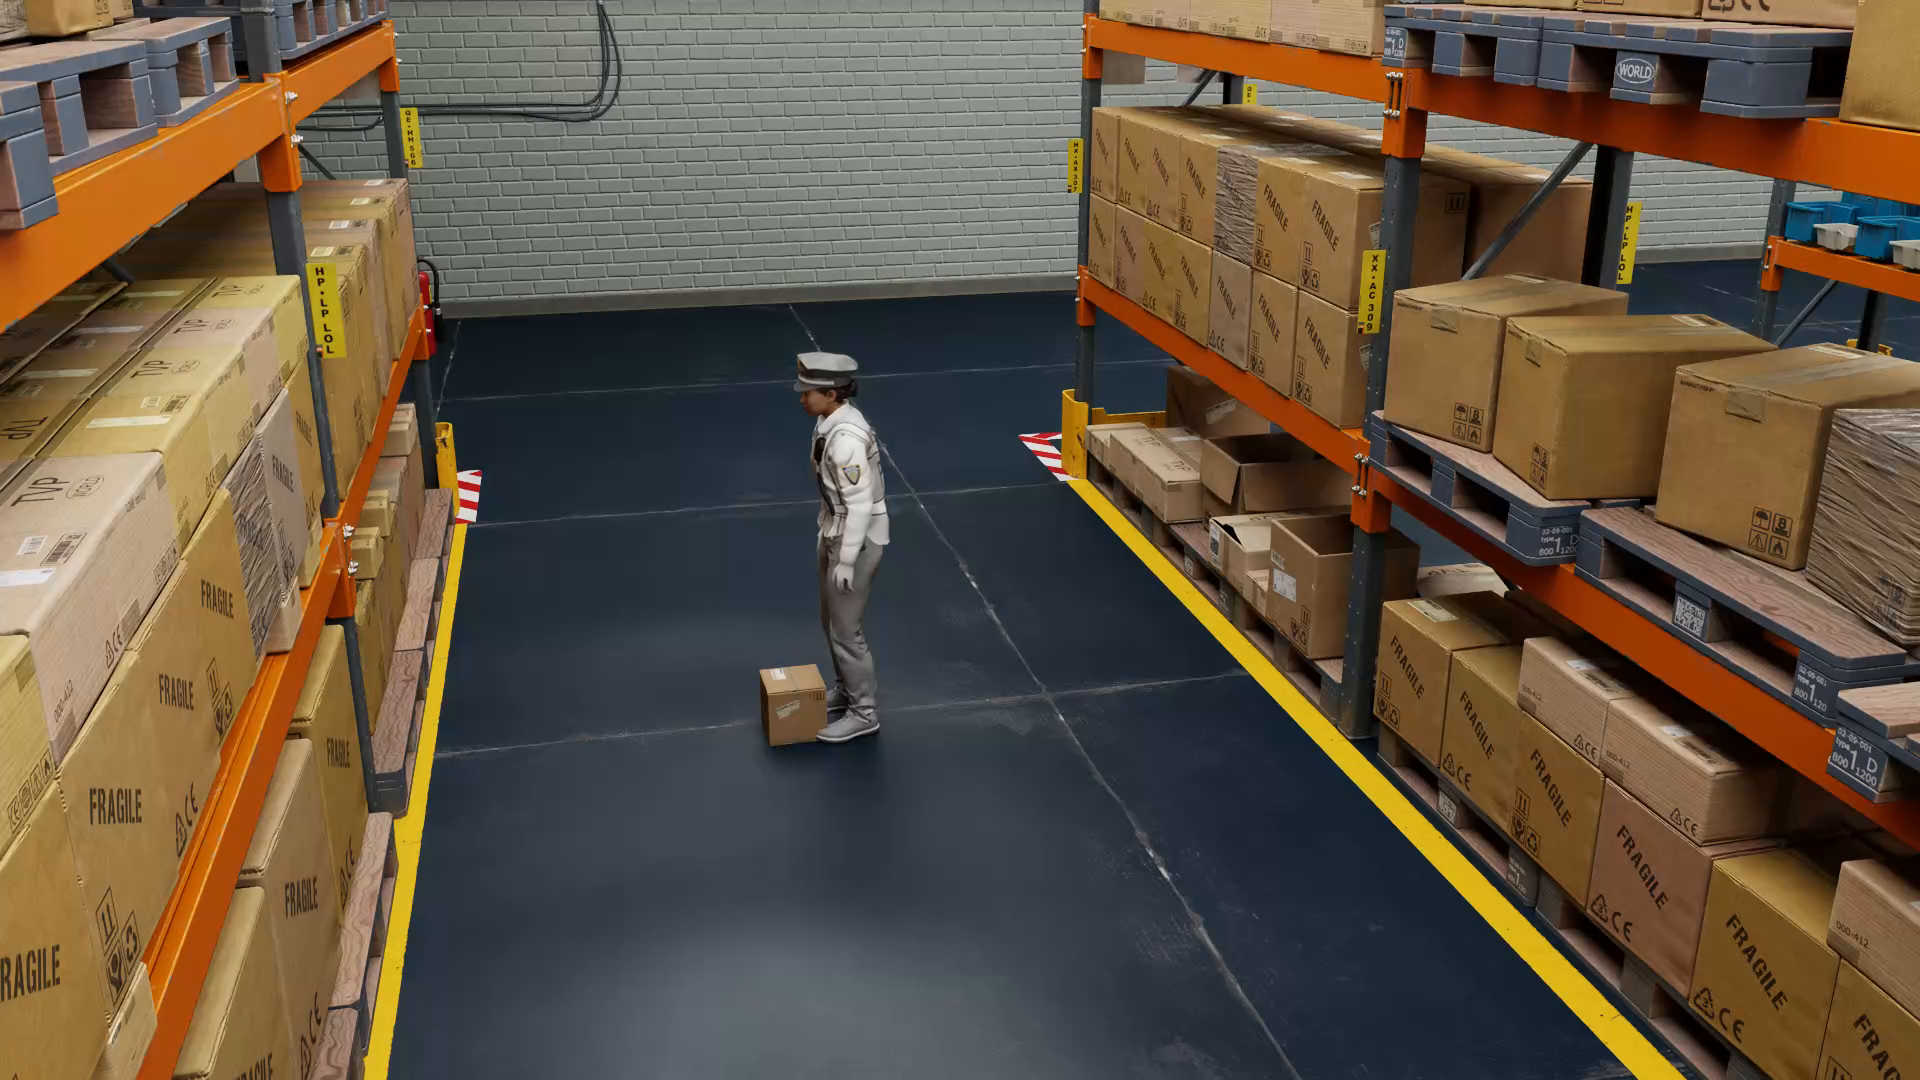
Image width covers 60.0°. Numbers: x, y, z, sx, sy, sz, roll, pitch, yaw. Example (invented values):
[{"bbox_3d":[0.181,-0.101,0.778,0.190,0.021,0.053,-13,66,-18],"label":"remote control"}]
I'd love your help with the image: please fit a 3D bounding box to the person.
[{"bbox_3d":[-0.492,0.025,6.997,0.376,1.663,0.530,-5,20,-13],"label":"person"}]
